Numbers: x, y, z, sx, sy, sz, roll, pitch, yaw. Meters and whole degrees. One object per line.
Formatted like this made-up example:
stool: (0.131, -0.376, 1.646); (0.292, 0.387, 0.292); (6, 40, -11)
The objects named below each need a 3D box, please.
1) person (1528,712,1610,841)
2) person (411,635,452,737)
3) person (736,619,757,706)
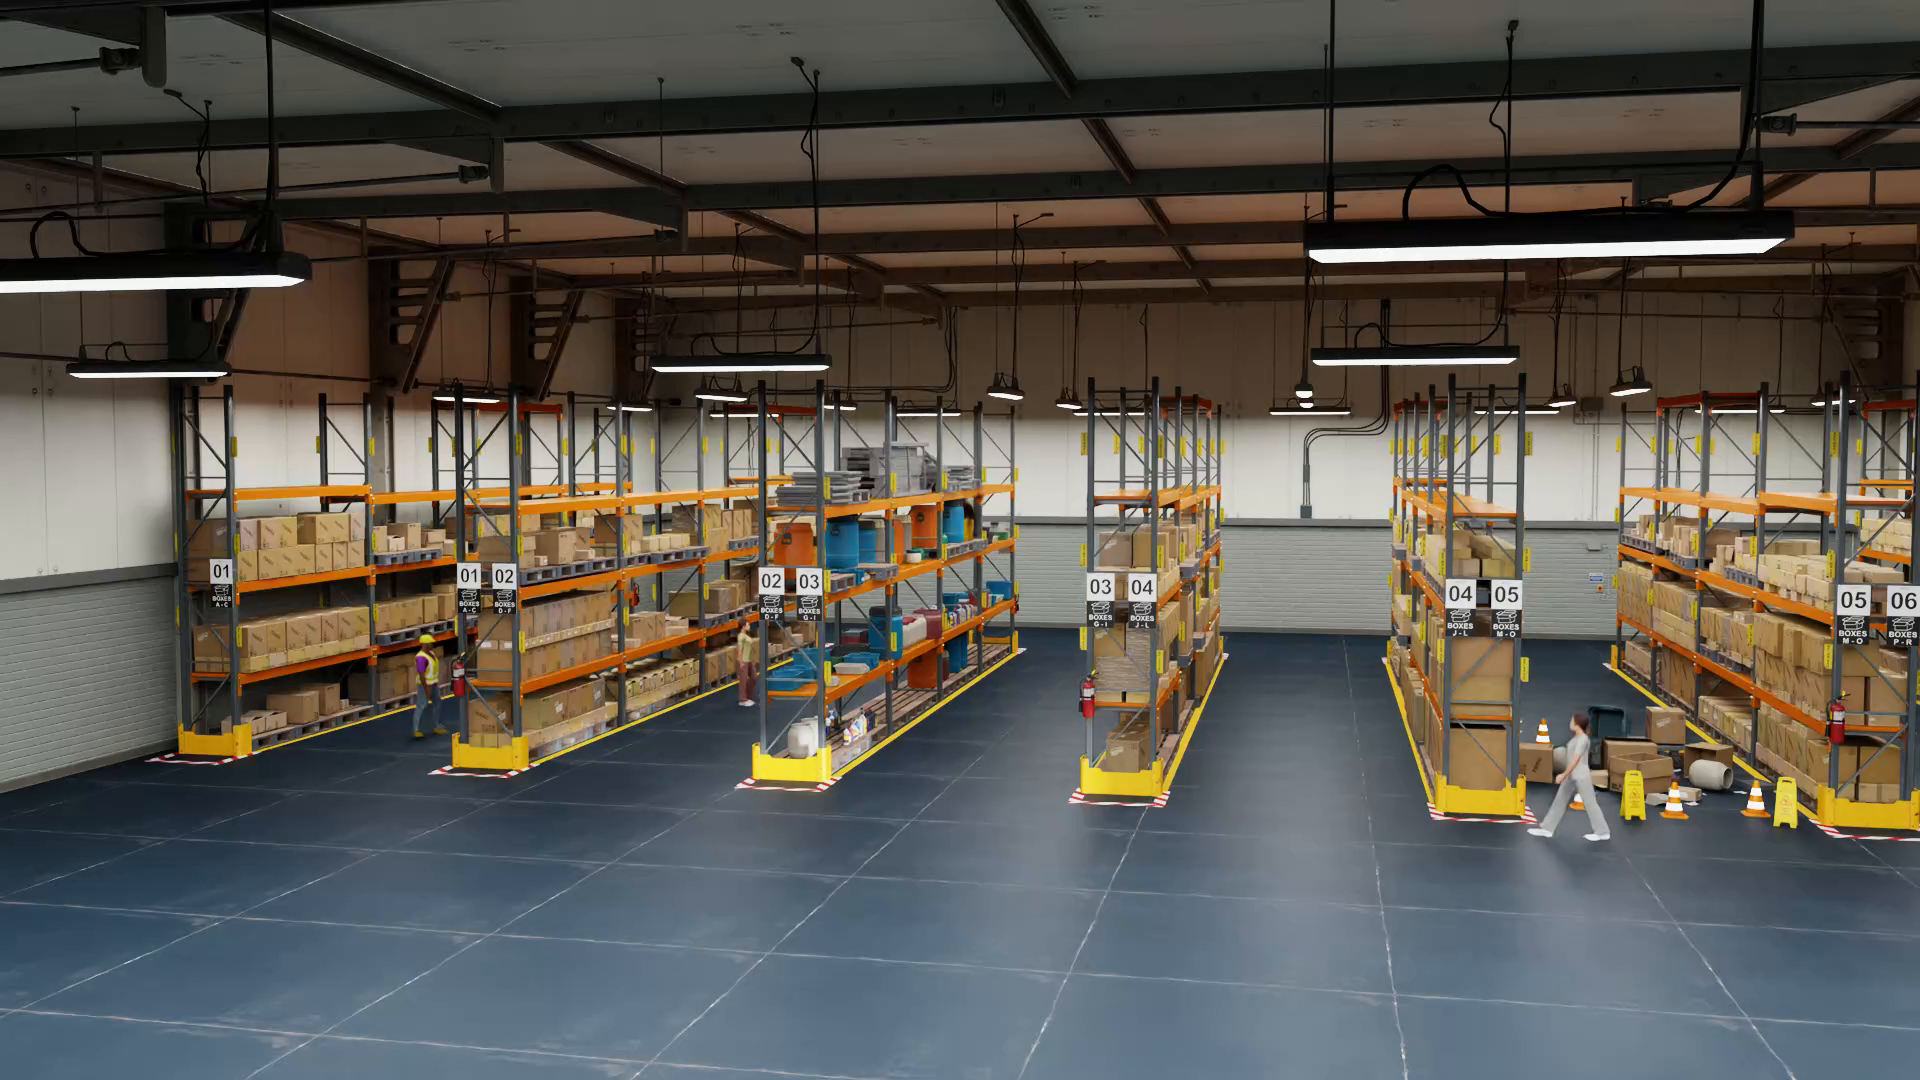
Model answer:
person: (7.736, 2.988, 21.018); (0.967, 1.622, 0.445); (0, 3, 1)
person: (-9.191, 2.527, 28.765); (0.484, 1.805, 0.690); (1, 3, 13)
person: (-4.158, 2.384, 32.229); (0.373, 1.709, 0.521); (1, 3, 14)
